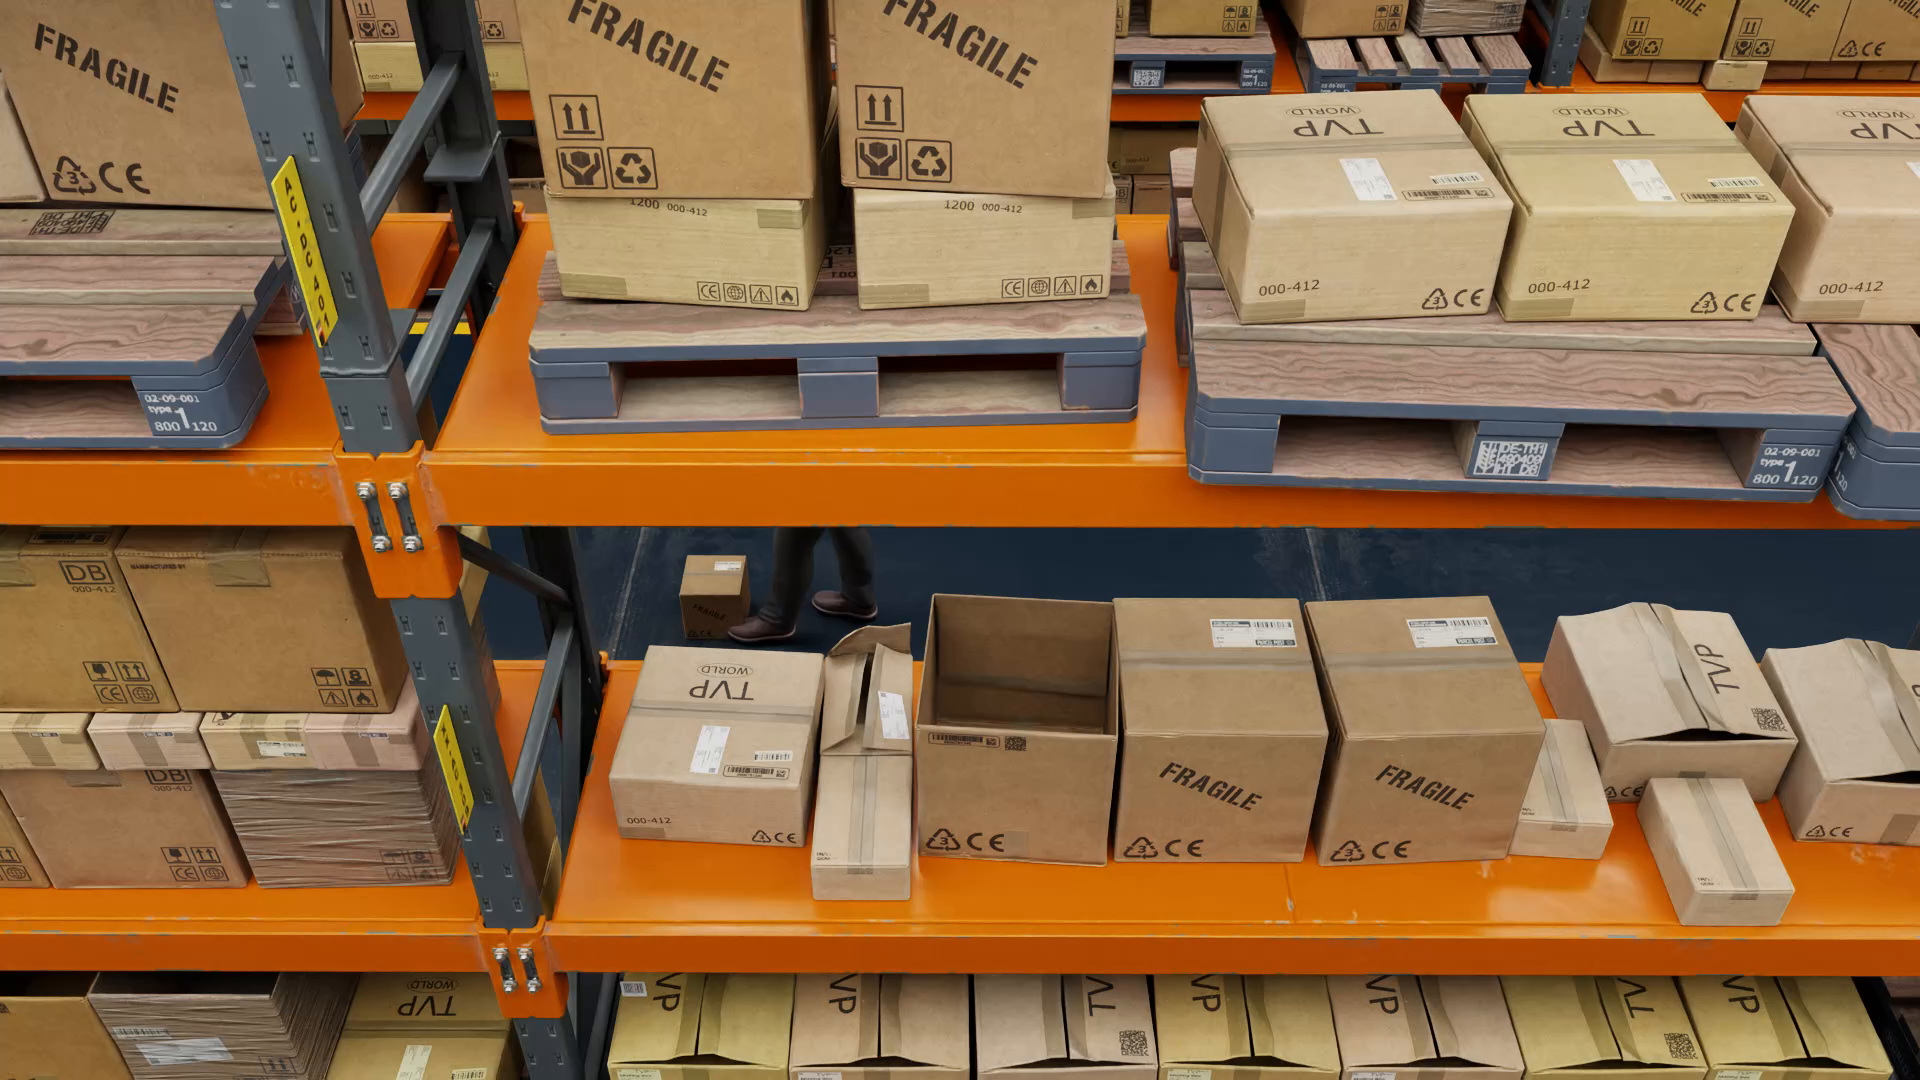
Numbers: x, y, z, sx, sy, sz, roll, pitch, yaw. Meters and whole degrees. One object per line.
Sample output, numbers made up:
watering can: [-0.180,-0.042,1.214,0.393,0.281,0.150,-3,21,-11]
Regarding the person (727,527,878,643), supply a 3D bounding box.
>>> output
person: [-0.653,-0.317,6.525,0.603,1.654,0.477,6,40,7]
